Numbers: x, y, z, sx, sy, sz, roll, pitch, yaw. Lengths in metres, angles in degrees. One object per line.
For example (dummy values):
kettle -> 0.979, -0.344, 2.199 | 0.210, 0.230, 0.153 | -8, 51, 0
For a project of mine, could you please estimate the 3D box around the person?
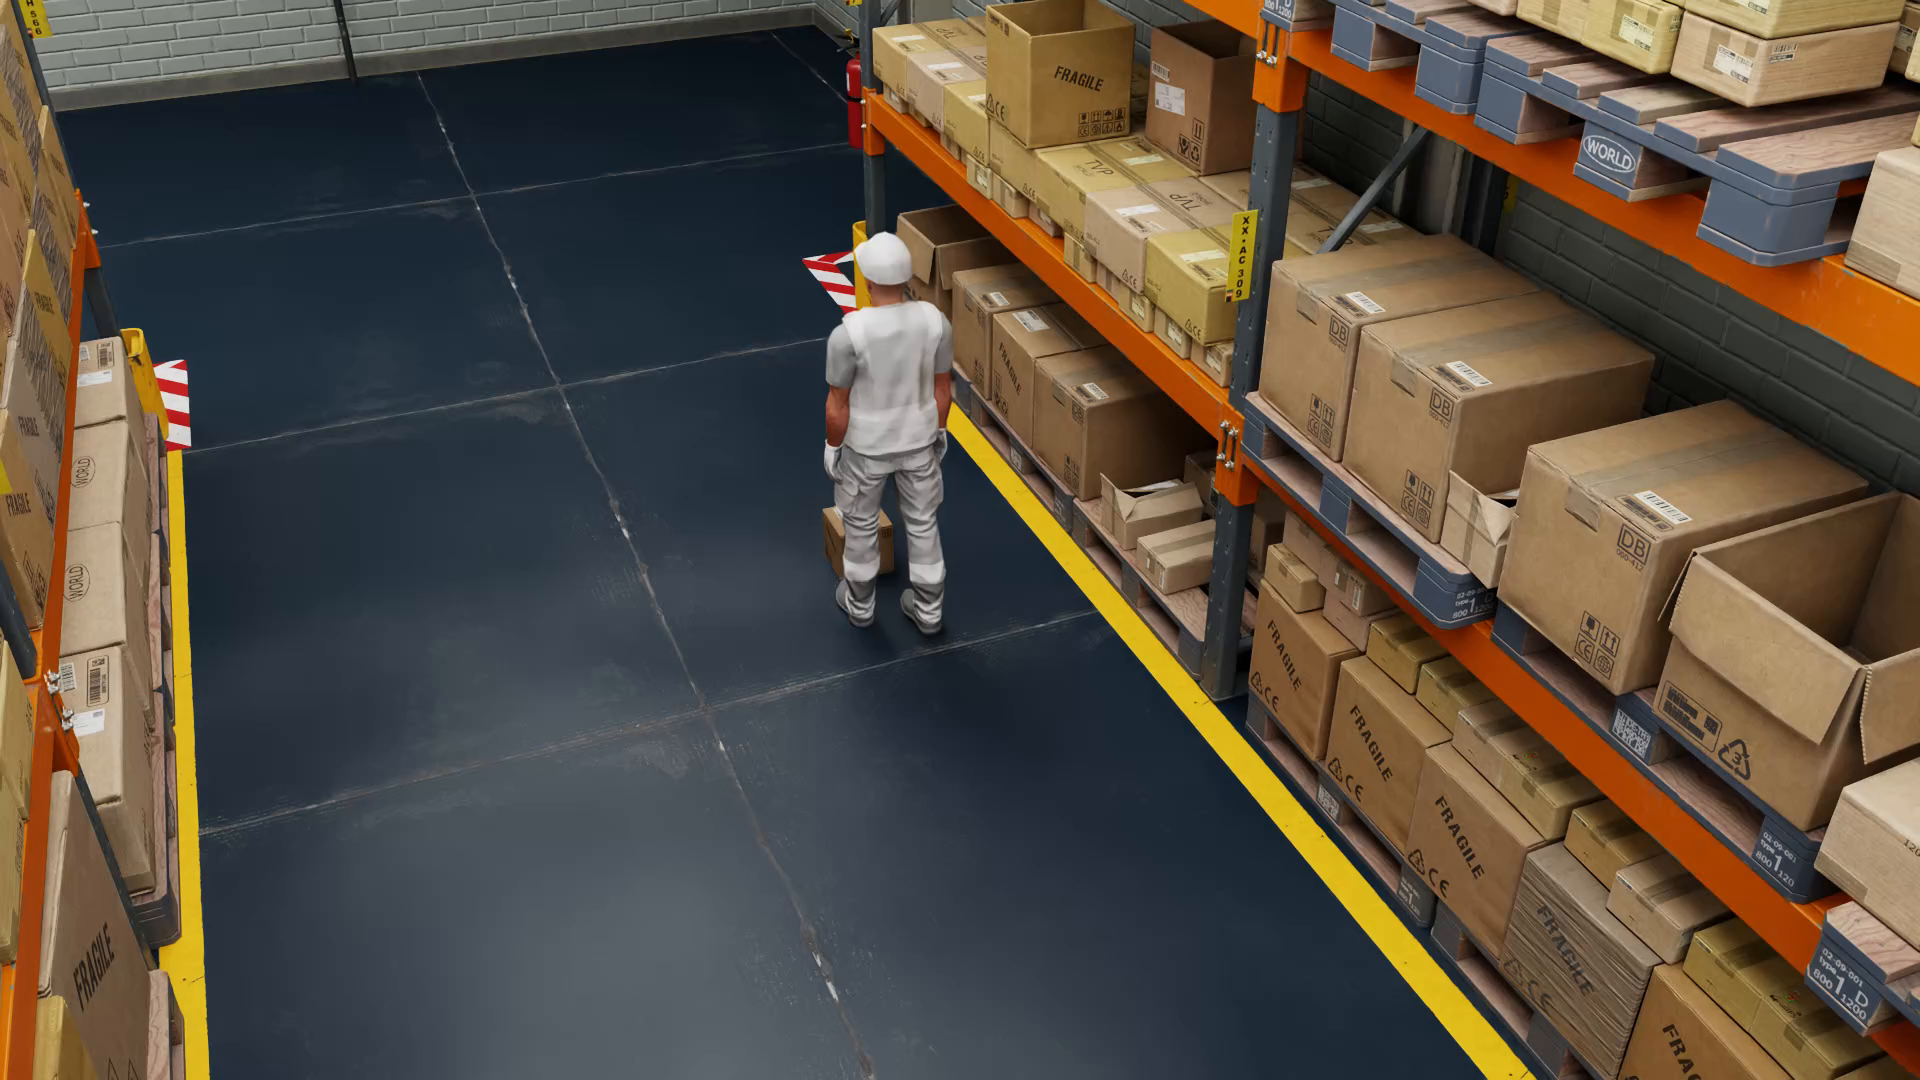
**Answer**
person -> -0.311, -0.425, 6.769 | 0.532, 1.795, 0.468 | -12, 35, -18
